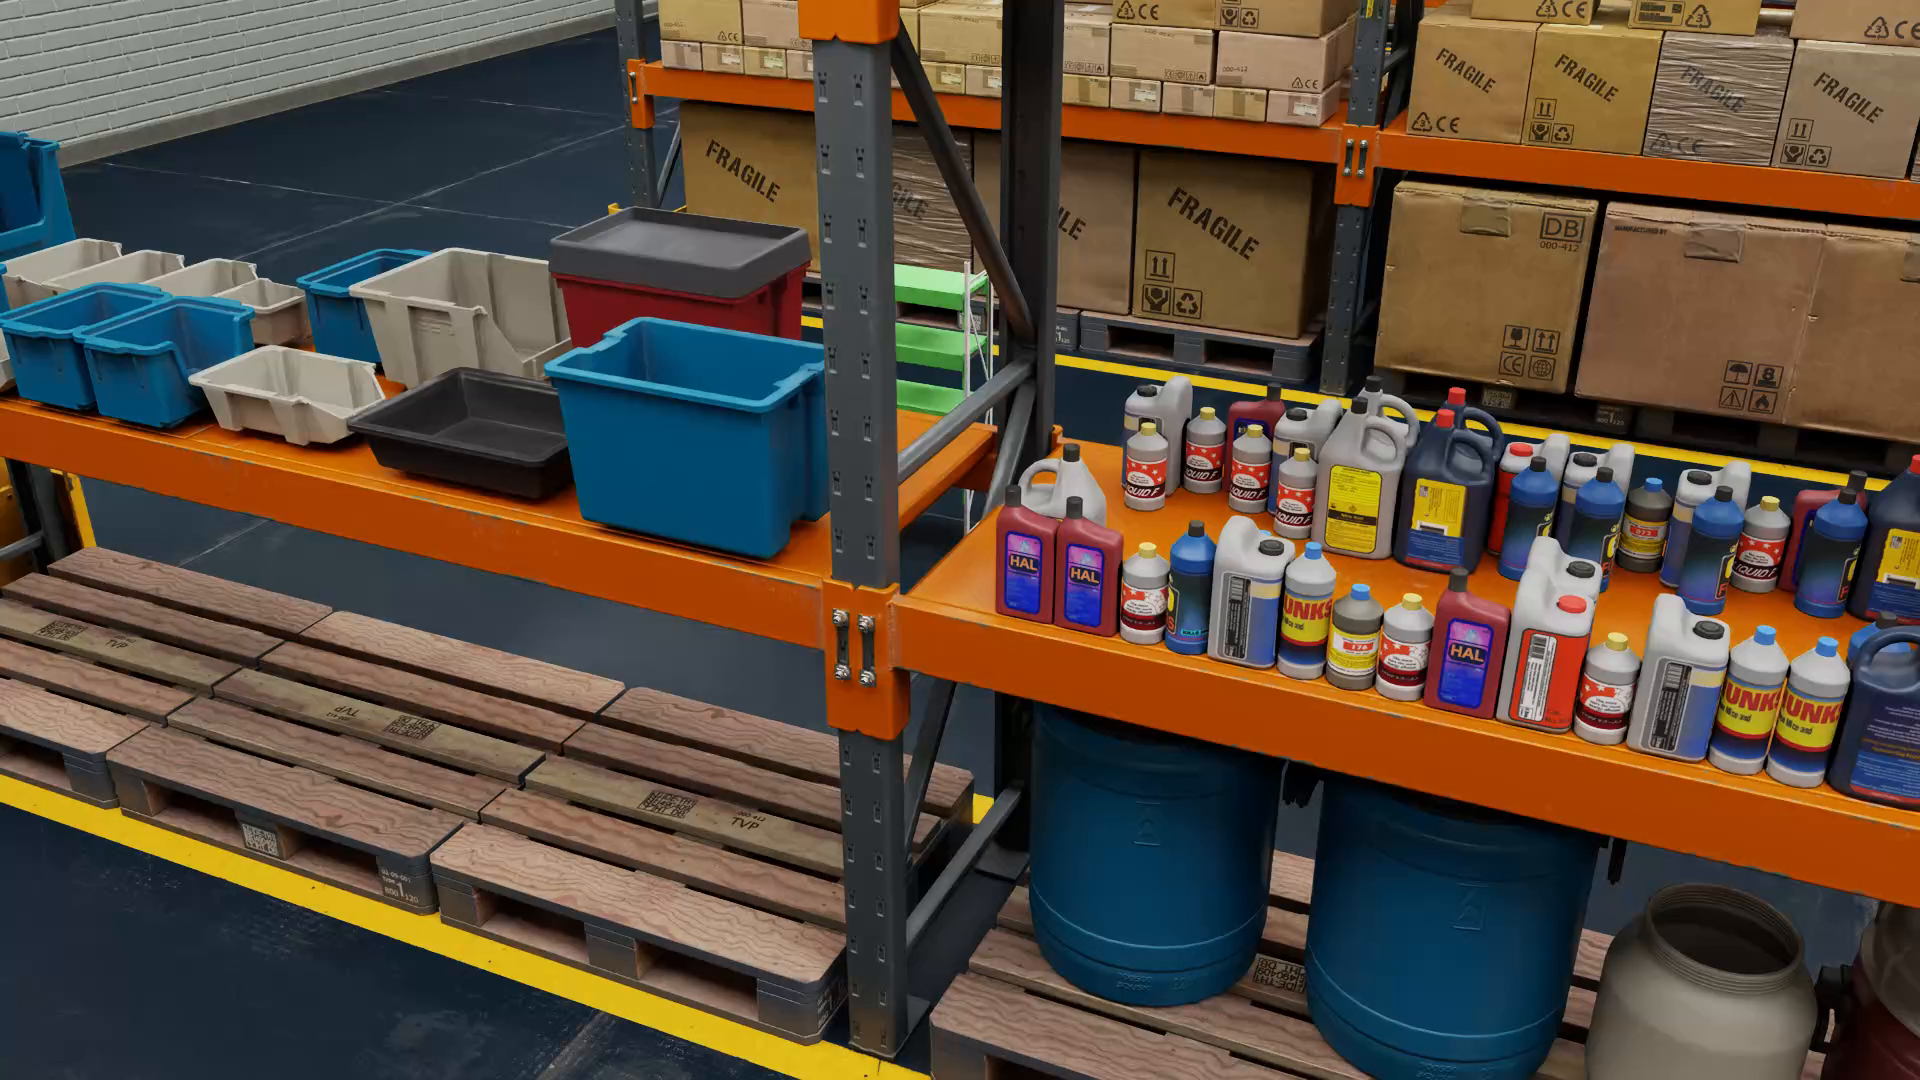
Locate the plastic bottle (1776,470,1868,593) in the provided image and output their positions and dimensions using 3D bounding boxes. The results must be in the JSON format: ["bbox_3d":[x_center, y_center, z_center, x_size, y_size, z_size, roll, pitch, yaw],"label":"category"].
[{"bbox_3d":[1.831,-0.019,3.524,0.133,0.283,0.061,11,28,22],"label":"plastic bottle"}]

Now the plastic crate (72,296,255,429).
[{"bbox_3d":[-2.097,-0.473,4.437,0.300,0.233,0.416,11,28,22],"label":"plastic crate"}]

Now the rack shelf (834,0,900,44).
[{"bbox_3d":[1.805,-0.920,2.642,4.000,0.370,1.077,11,28,22],"label":"rack shelf"}]

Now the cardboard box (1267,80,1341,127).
[{"bbox_3d":[1.621,-2.066,7.835,0.250,0.149,0.380,12,28,22],"label":"cardboard box"}]

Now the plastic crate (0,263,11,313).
[{"bbox_3d":[-2.969,-0.648,4.793,0.300,0.233,0.416,11,28,22],"label":"plastic crate"}]

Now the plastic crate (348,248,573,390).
[{"bbox_3d":[-1.330,-0.590,4.619,0.530,0.282,0.437,11,28,22],"label":"plastic crate"}]

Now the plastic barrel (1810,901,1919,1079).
[{"bbox_3d":[2.145,1.073,3.430,0.708,0.588,0.600,11,28,22],"label":"plastic barrel"}]

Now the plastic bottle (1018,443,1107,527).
[{"bbox_3d":[0.207,-0.039,3.489,0.185,0.351,0.144,11,28,22],"label":"plastic bottle"}]

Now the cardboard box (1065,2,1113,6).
[{"bbox_3d":[0.791,-2.697,8.666,0.500,0.250,0.500,12,29,23],"label":"cardboard box"}]

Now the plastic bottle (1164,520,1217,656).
[{"bbox_3d":[0.464,0.089,3.319,0.097,0.271,0.097,0,26,0],"label":"plastic bottle"}]

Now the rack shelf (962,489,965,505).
[{"bbox_3d":[-0.151,-0.296,6.681,0.480,0.148,0.258,11,28,22],"label":"rack shelf"}]

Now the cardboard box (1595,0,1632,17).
[{"bbox_3d":[3.021,-2.230,7.771,0.500,0.500,0.500,12,29,23],"label":"cardboard box"}]

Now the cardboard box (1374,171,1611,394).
[{"bbox_3d":[2.625,-1.381,8.089,0.875,0.875,1.225,11,28,22],"label":"cardboard box"}]

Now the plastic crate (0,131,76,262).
[{"bbox_3d":[-3.275,-1.051,5.381,0.499,0.435,0.616,11,28,22],"label":"plastic crate"}]

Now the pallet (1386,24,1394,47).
[{"bbox_3d":[4.362,-5.381,17.441,1.213,0.211,1.003,11,28,22],"label":"pallet"}]

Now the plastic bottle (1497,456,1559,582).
[{"bbox_3d":[1.234,-0.051,3.603,0.097,0.271,0.097,0,26,0],"label":"plastic bottle"}]

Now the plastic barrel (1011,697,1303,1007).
[{"bbox_3d":[0.472,0.596,4.043,0.708,0.901,0.600,11,28,22],"label":"plastic barrel"}]

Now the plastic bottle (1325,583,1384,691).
[{"bbox_3d":[0.764,0.181,3.212,0.097,0.201,0.097,0,26,0],"label":"plastic bottle"}]

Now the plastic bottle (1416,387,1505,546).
[{"bbox_3d":[1.125,-0.171,3.756,0.185,0.351,0.144,11,28,22],"label":"plastic bottle"}]

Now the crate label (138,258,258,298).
[{"bbox_3d":[-2.318,-0.727,5.061,0.243,0.136,0.396,11,28,22],"label":"crate label"}]

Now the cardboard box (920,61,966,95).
[{"bbox_3d":[-0.020,-2.395,8.503,0.250,0.149,0.380,11,28,21],"label":"cardboard box"}]

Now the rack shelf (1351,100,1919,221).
[{"bbox_3d":[3.855,-1.566,7.350,4.000,0.370,1.077,11,28,22],"label":"rack shelf"}]

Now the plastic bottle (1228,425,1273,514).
[{"bbox_3d":[0.690,-0.173,3.930,0.097,0.201,0.097,0,26,0],"label":"plastic bottle"}]

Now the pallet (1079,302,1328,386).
[{"bbox_3d":[1.375,-1.174,8.896,1.213,0.211,1.003,11,28,22],"label":"pallet"}]

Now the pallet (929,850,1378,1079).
[{"bbox_3d":[0.669,1.146,4.184,1.213,0.211,1.003,11,28,22],"label":"pallet"}]

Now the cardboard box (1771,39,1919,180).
[{"bbox_3d":[3.736,-1.839,6.977,0.500,0.500,0.500,12,29,23],"label":"cardboard box"}]

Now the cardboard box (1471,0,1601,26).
[{"bbox_3d":[2.619,-2.636,7.459,0.637,0.503,0.797,11,28,20],"label":"cardboard box"}]

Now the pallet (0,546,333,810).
[{"bbox_3d":[-2.922,0.423,5.652,1.213,0.211,1.003,11,28,22],"label":"pallet"}]

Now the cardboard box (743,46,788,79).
[{"bbox_3d":[-0.953,-2.583,8.884,0.250,0.149,0.380,11,28,21],"label":"cardboard box"}]

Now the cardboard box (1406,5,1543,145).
[{"bbox_3d":[2.350,-2.115,7.536,0.500,0.500,0.500,11,28,22],"label":"cardboard box"}]

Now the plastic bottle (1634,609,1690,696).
[{"bbox_3d":[1.337,0.222,3.128,0.097,0.201,0.097,0,26,0],"label":"plastic bottle"}]

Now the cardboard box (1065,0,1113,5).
[{"bbox_3d":[0.784,-3.034,8.500,0.500,0.500,0.500,10,28,20],"label":"cardboard box"}]

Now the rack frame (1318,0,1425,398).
[{"bbox_3d":[2.034,-2.255,7.933,0.127,3.000,1.000,11,28,22],"label":"rack frame"}]

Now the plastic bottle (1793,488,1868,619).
[{"bbox_3d":[1.815,0.022,3.455,0.097,0.271,0.097,0,26,0],"label":"plastic bottle"}]

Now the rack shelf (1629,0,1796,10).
[{"bbox_3d":[6.000,-3.542,11.363,4.000,0.370,1.077,11,28,22],"label":"rack shelf"}]

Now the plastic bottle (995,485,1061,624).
[{"bbox_3d":[0.141,0.028,3.430,0.133,0.283,0.061,11,28,22],"label":"plastic bottle"}]

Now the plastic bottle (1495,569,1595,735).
[{"bbox_3d":[1.091,0.200,3.089,0.135,0.276,0.152,11,28,22],"label":"plastic bottle"}]

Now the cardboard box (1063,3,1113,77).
[{"bbox_3d":[0.587,-2.483,8.230,0.500,0.250,0.500,12,29,23],"label":"cardboard box"}]

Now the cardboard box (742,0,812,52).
[{"bbox_3d":[-0.806,-2.763,8.800,0.500,0.250,0.500,11,28,21],"label":"cardboard box"}]

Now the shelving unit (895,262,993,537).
[{"bbox_3d":[-0.151,-0.569,6.546,0.503,1.200,0.258,11,28,22],"label":"shelving unit"}]

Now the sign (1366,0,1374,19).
[{"bbox_3d":[1.806,-2.455,7.271,0.005,0.325,0.100,11,28,22],"label":"sign"}]

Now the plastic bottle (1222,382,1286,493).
[{"bbox_3d":[0.706,-0.245,3.983,0.133,0.283,0.061,11,28,22],"label":"plastic bottle"}]

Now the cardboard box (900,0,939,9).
[{"bbox_3d":[-0.352,-3.008,8.449,0.500,0.500,0.500,11,28,20],"label":"cardboard box"}]

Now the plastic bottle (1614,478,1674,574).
[{"bbox_3d":[1.508,-0.038,3.656,0.097,0.201,0.097,0,26,0],"label":"plastic bottle"}]

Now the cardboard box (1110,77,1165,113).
[{"bbox_3d":[0.919,-2.207,8.121,0.250,0.149,0.380,12,29,23],"label":"cardboard box"}]

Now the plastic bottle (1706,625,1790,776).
[{"bbox_3d":[1.396,0.276,2.938,0.097,0.271,0.097,0,26,0],"label":"plastic bottle"}]

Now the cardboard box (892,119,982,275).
[{"bbox_3d":[-0.163,-1.970,9.285,0.875,0.875,0.875,11,28,22],"label":"cardboard box"}]

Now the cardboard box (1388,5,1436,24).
[{"bbox_3d":[4.794,-5.600,17.153,0.875,0.438,0.875,10,28,20],"label":"cardboard box"}]
